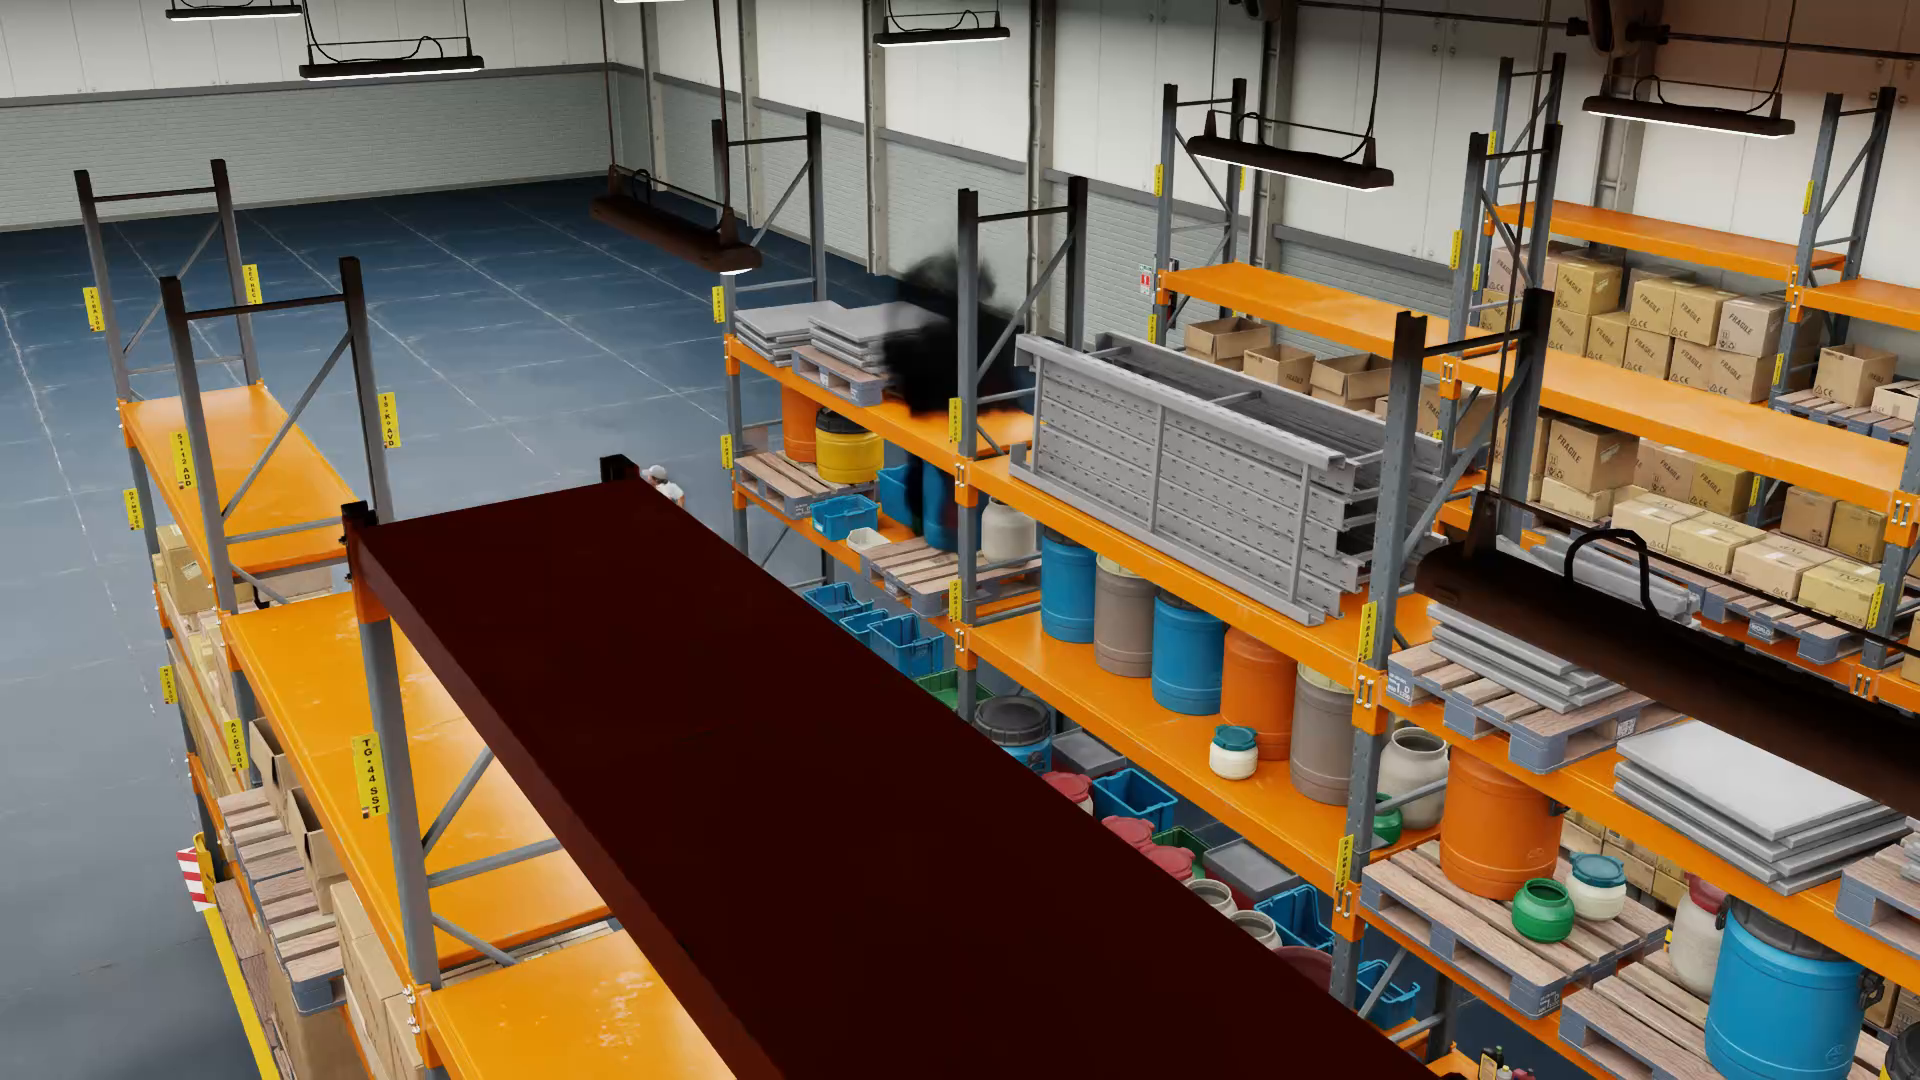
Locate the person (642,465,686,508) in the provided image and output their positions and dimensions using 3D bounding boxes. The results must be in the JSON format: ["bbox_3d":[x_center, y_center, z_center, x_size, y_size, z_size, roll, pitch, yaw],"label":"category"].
[{"bbox_3d":[-3.448,-0.043,19.335,0.708,1.729,0.559,-2,22,-5],"label":"person"}]
